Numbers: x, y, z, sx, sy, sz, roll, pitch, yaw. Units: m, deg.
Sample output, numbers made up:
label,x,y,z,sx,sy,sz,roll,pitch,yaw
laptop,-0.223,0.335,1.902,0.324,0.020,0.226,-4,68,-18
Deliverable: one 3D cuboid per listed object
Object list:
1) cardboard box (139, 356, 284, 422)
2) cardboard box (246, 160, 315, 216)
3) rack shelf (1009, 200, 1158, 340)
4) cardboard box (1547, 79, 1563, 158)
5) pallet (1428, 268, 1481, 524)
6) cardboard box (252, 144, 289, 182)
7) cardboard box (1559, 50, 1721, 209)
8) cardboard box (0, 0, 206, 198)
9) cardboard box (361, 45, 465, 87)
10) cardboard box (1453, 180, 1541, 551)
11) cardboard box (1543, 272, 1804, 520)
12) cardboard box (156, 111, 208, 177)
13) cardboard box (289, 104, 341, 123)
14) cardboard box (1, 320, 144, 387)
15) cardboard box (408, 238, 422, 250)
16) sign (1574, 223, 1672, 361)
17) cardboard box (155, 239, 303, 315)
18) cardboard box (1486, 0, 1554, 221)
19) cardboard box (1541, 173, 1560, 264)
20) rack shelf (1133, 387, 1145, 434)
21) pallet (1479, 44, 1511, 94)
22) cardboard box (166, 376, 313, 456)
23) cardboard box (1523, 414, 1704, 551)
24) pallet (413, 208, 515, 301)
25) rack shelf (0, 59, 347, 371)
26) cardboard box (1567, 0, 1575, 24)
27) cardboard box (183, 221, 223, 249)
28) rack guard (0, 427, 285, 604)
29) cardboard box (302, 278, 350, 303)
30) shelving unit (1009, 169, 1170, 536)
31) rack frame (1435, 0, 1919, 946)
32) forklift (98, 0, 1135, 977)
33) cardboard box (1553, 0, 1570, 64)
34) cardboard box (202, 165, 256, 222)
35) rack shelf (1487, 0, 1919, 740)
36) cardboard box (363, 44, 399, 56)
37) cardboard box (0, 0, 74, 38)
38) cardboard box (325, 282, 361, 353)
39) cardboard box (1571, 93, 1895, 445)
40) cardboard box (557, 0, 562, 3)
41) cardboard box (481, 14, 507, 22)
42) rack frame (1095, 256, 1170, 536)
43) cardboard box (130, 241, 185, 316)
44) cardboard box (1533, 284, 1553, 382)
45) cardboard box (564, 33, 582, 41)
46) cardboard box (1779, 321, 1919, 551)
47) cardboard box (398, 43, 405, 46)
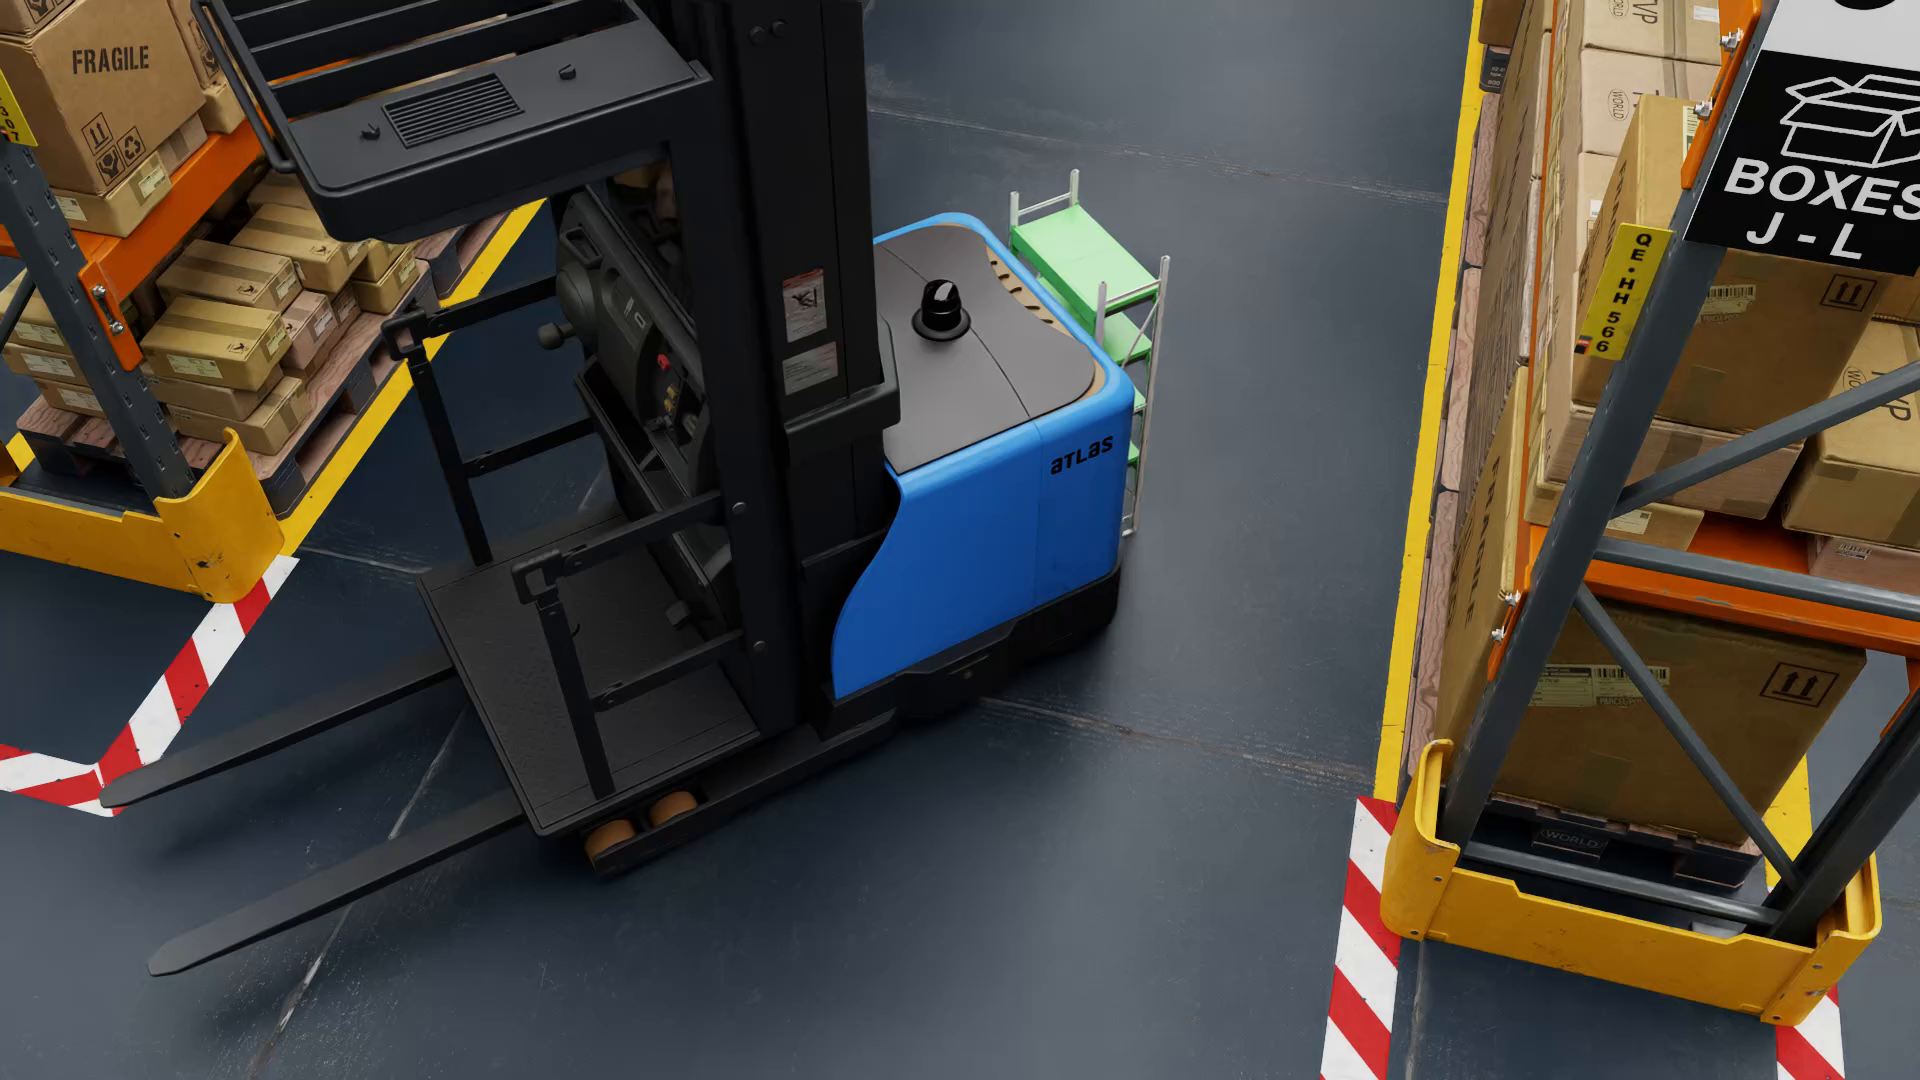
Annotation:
label,x,y,z,sx,sy,sz,roll,pitch,yaw
cardboard box,-2.561,-0.574,5.679,0.380,0.149,0.250,13,50,12
cardboard box,-2.349,-1.232,6.061,0.380,0.149,0.250,9,49,8
rack shelf,0.386,-0.822,5.121,0.258,0.148,0.480,-24,53,-20
cardboard box,1.990,-1.245,5.016,0.380,0.149,0.250,12,50,11
pallet,2.270,-0.451,6.007,1.003,0.211,1.213,12,50,10
cardboard box,-2.824,-1.437,6.441,0.380,0.149,0.250,12,50,11
cardboard box,1.951,-1.087,4.610,0.500,0.250,0.500,10,49,9
cardboard box,-2.562,-1.354,4.679,0.500,0.500,0.500,14,50,12
cardboard box,-2.180,-1.813,6.574,0.380,0.149,0.250,12,50,10
cardboard box,2.142,-0.473,5.304,0.875,0.875,0.875,12,50,10
cardboard box,1.683,-0.352,3.961,0.500,0.250,0.500,11,49,9
cardboard box,-2.518,-1.231,5.003,0.380,0.149,0.250,13,50,11
cardboard box,-2.662,-1.709,6.482,0.380,0.149,0.250,10,49,9
cardboard box,-3.083,-0.684,5.776,0.380,0.149,0.250,10,49,9
cardboard box,-2.303,-1.216,6.444,0.380,0.149,0.250,12,50,10
sign,1.292,-0.479,3.241,0.100,0.325,0.005,12,50,10
cardboard box,-2.525,-0.879,5.750,0.380,0.149,0.250,12,50,11
cardboard box,2.614,-1.767,6.446,0.875,0.875,0.875,12,50,10
cardboard box,1.855,-0.878,4.692,0.380,0.149,0.250,11,49,9
rack shelf,0.386,-0.505,5.480,0.258,0.148,0.480,-24,53,-20
pallet,2.995,-2.443,7.766,1.003,0.211,1.213,12,50,10
cardboard box,-2.500,-0.463,5.780,0.380,0.149,0.250,12,50,11
cardboard box,1.588,-0.139,4.040,0.380,0.149,0.250,12,50,11
pallet,-2.356,-1.544,6.972,1.003,0.211,1.213,12,50,10
rack shelf,-2.420,-2.160,6.136,1.077,0.370,4.000,12,50,10
cardboard box,2.221,-1.819,5.257,0.500,0.250,0.500,13,50,11
cardboard box,-2.948,-1.060,6.108,0.380,0.149,0.250,10,49,8
rack guard,-2.927,-0.180,5.575,1.175,0.500,0.348,12,50,10
cardboard box,-2.456,-0.956,6.016,0.380,0.149,0.250,12,50,11
shelving unit,0.386,-0.547,5.432,0.258,1.200,0.503,-24,53,-20
rack frame,1.812,0.100,3.661,1.000,3.000,0.127,12,50,10
forklift,-1.017,-0.449,4.191,3.031,2.935,1.130,-24,53,-20
cardboard box,2.125,-1.624,5.350,0.380,0.149,0.250,12,50,10
cardboard box,-2.856,-1.335,6.152,0.380,0.149,0.250,10,49,9
rack shelf,2.338,-1.109,5.207,1.077,0.370,4.000,12,50,10
cardboard box,-2.518,-2.075,6.805,0.380,0.149,0.250,10,49,8
cardboard box,-2.573,-1.687,4.306,0.500,0.500,0.500,11,50,10
cardboard box,-2.451,-0.850,6.121,0.380,0.149,0.250,12,50,10
cardboard box,1.686,-0.601,3.681,0.500,0.500,0.500,12,50,10
cardboard box,-1.944,-2.291,7.194,0.380,0.149,0.250,12,50,10
cardboard box,-1.950,-2.168,6.888,0.380,0.149,0.250,9,49,8
rack frame,0.509,-0.389,5.293,0.240,1.200,0.015,-24,53,-20
cardboard box,-2.930,-0.948,5.810,0.380,0.149,0.250,12,50,11
cardboard box,1.722,-0.510,4.367,0.380,0.149,0.250,12,50,10
cardboard box,-1.825,-2.314,7.413,0.380,0.149,0.250,10,49,9
cardboard box,2.198,-0.243,3.865,0.500,0.250,0.500,10,49,9
cardboard box,-2.476,-2.167,7.085,0.380,0.149,0.250,14,50,12
